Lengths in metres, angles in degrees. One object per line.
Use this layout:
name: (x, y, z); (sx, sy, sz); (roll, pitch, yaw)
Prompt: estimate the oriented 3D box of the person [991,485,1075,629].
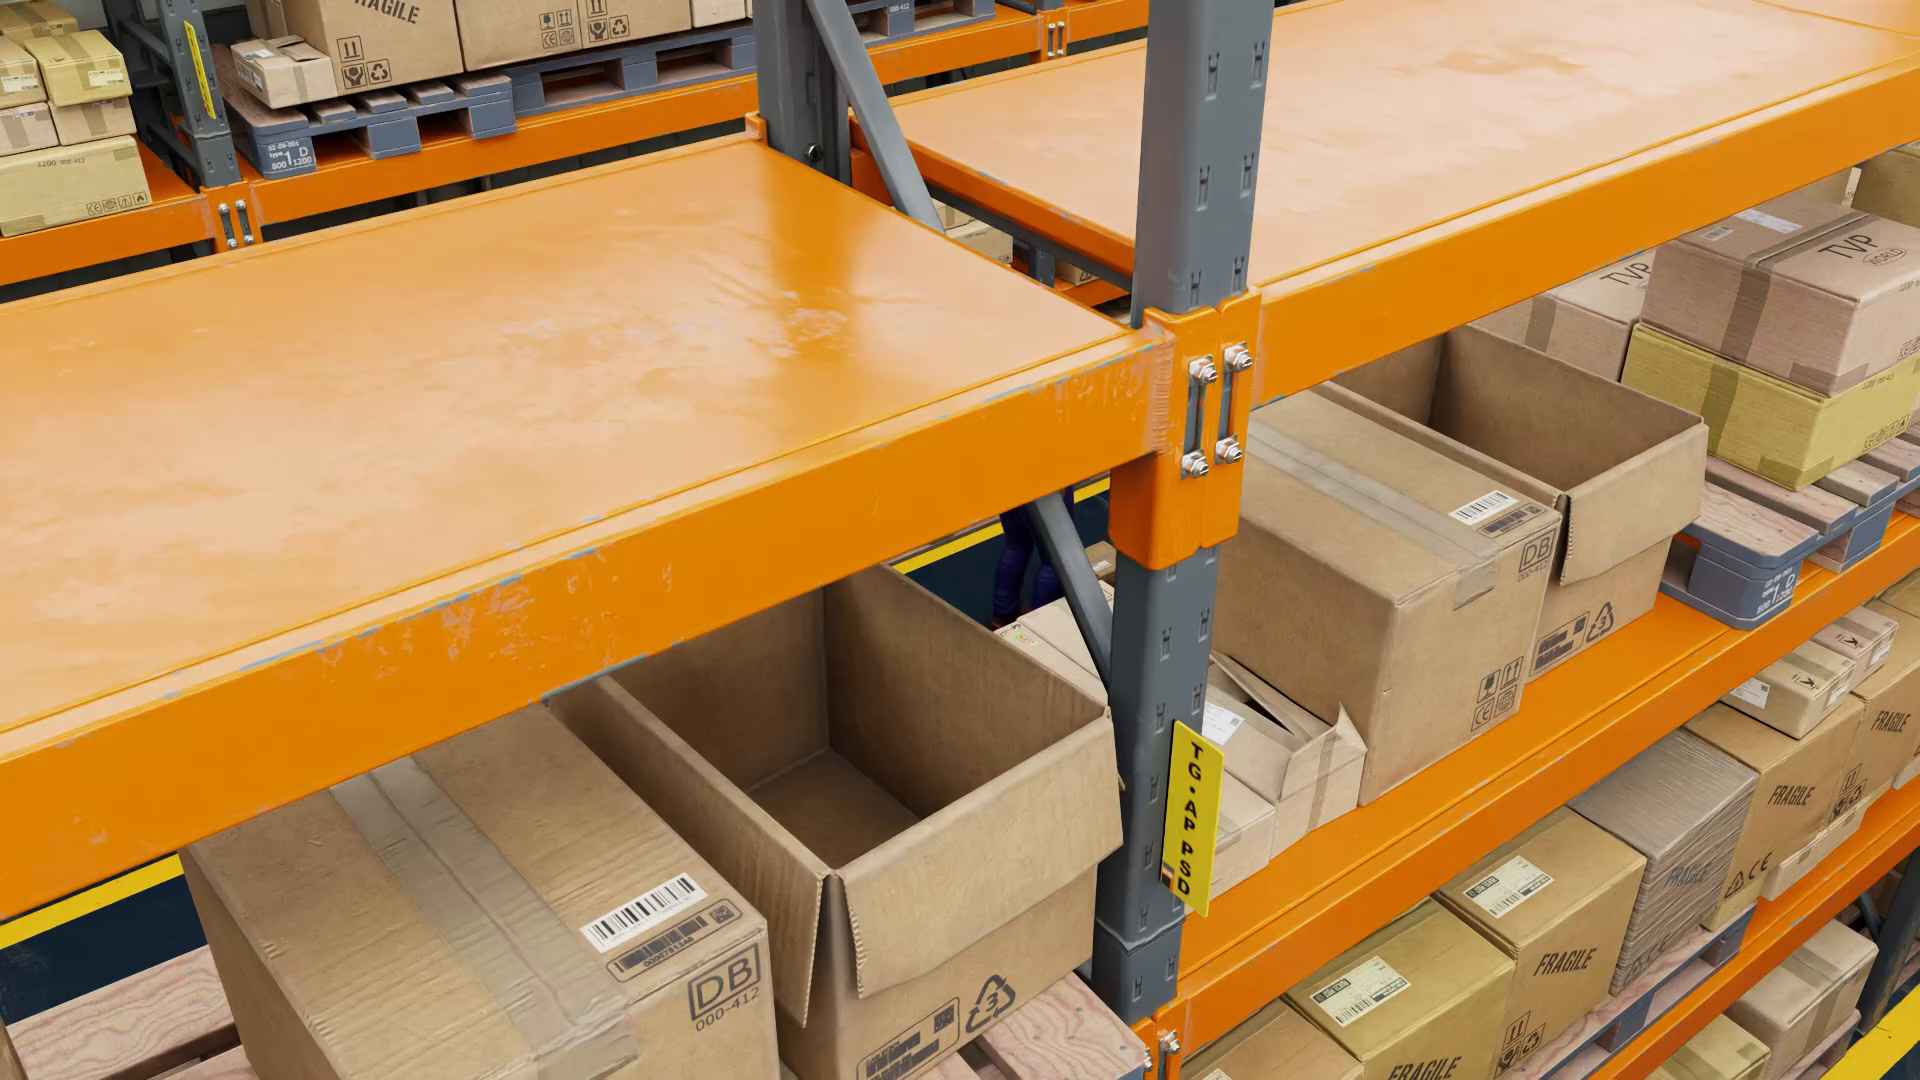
person: (0.371, -0.233, 8.187); (0.344, 1.653, 0.466); (-22, 38, -30)
